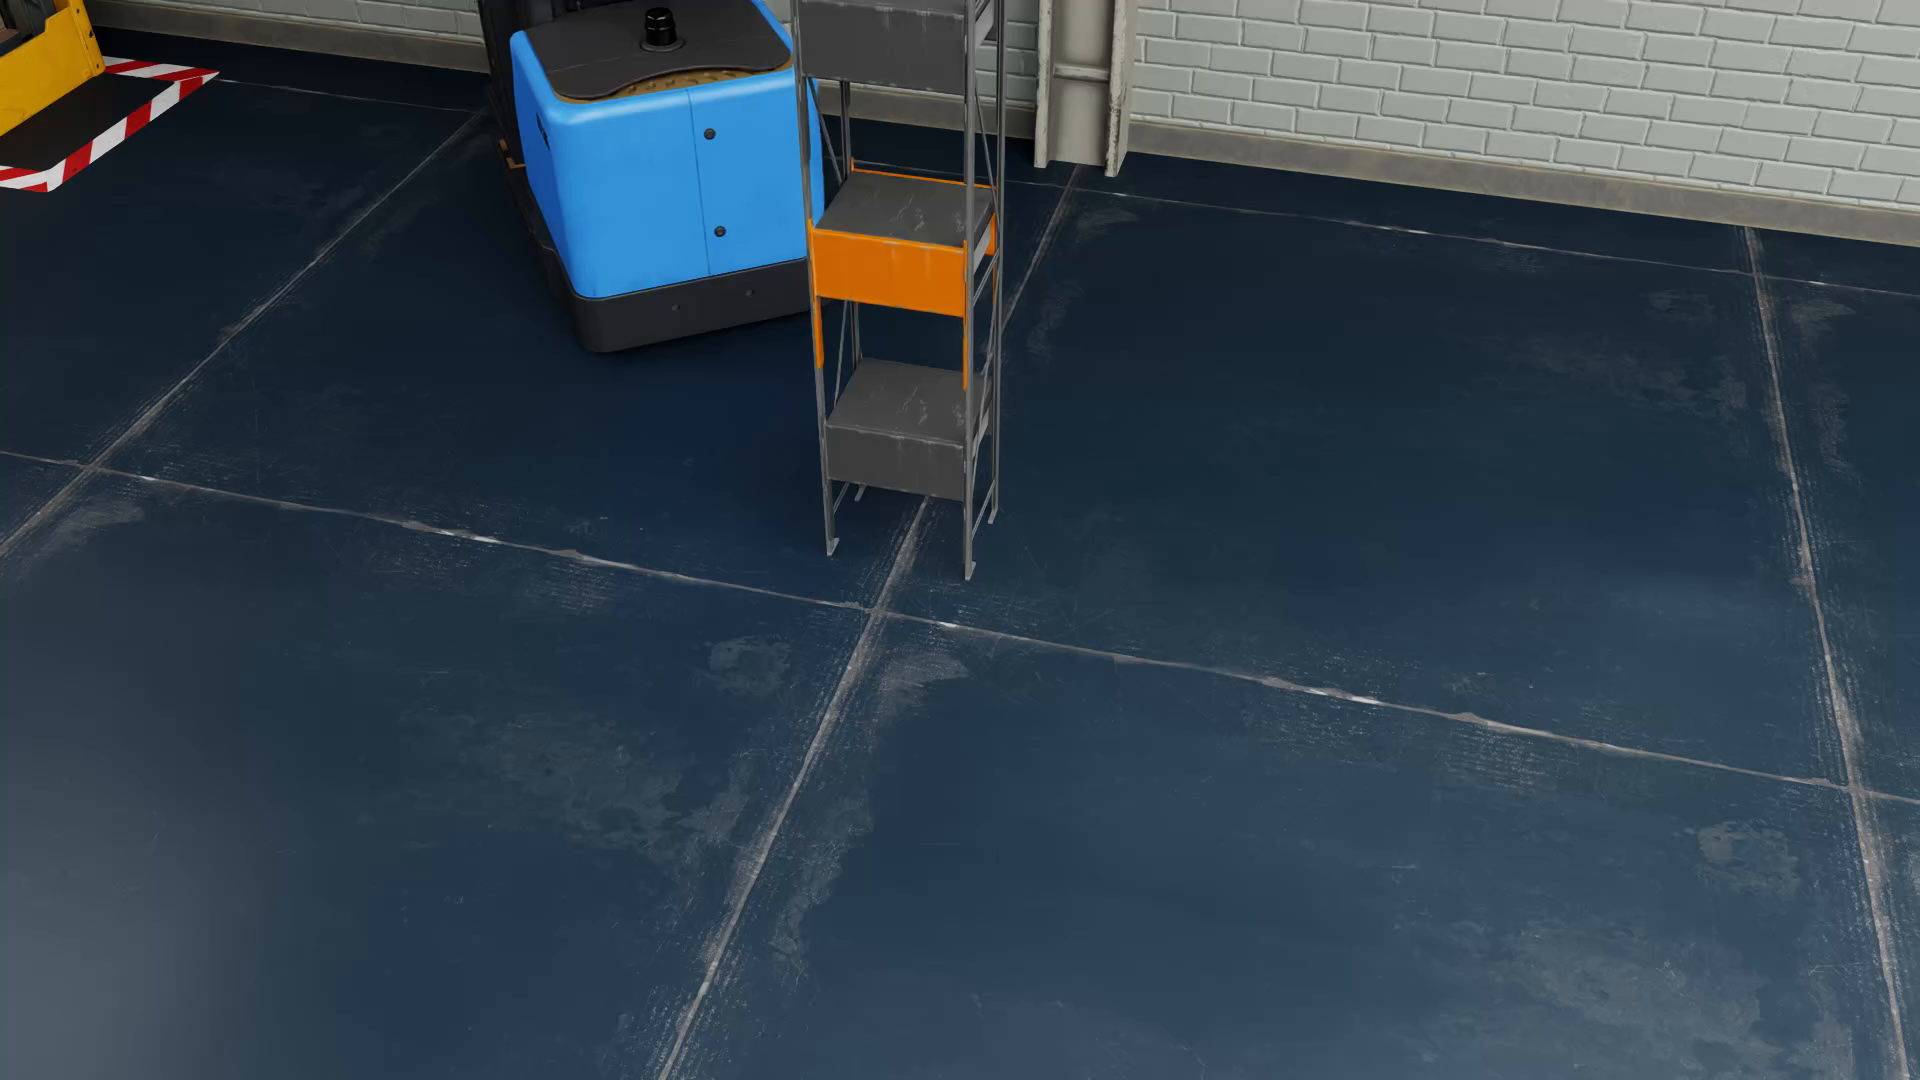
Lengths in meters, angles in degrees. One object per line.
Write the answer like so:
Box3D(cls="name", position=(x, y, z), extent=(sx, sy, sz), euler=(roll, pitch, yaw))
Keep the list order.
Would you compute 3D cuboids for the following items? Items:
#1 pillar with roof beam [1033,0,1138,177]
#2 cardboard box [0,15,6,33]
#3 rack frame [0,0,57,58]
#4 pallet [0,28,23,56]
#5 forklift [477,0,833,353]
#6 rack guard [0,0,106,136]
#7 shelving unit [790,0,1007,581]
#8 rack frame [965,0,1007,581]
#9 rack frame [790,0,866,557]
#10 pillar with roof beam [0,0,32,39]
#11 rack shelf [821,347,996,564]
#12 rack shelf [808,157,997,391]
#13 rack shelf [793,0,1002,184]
Box3D(cls="pillar with roof beam", position=(-0.536, -2.596, 1.844), extent=(0.400, 9.000, 9.100), euler=(10, 41, 11))
Box3D(cls="cardboard box", position=(-5.204, -2.606, 8.332), extent=(0.500, 0.250, 0.500), euler=(10, 41, 12))
Box3D(cls="rack frame", position=(-4.780, -3.295, 7.341), extent=(0.127, 3.000, 1.000), euler=(10, 41, 11))
Box3D(cls="pallet", position=(-5.529, -2.328, 8.358), extent=(1.213, 0.211, 1.003), euler=(10, 41, 11))
Box3D(cls="forklift", position=(-1.535, -2.809, 6.815), extent=(1.130, 2.935, 3.031), euler=(-14, 42, -17))
Box3D(cls="rack guard", position=(-4.757, -2.334, 8.140), extent=(0.348, 0.500, 1.175), euler=(10, 41, 11))
Box3D(cls="shelving unit", position=(-0.160, -0.832, 5.108), extent=(0.503, 2.100, 0.431), euler=(10, 41, 11))
Box3D(cls="rack frame", position=(0.076, -0.791, 5.059), extent=(0.015, 2.100, 0.400), euler=(10, 41, 11))
Box3D(cls="rack frame", position=(-0.396, -0.872, 5.156), extent=(0.015, 2.100, 0.400), euler=(10, 41, 11))
Box3D(cls="pillar with roof beam", position=(-6.332, -3.593, 3.032), extent=(0.400, 9.000, 9.100), euler=(10, 41, 11))
Box3D(cls="rack shelf", position=(-0.160, -0.285, 5.566), extent=(0.480, 0.518, 0.431), euler=(10, 41, 11))
Box3D(cls="rack shelf", position=(-0.160, -0.821, 5.116), extent=(0.480, 0.518, 0.431), euler=(10, 41, 11))
Box3D(cls="rack shelf", position=(-0.160, -1.357, 4.666), extent=(0.480, 0.518, 0.431), euler=(10, 41, 11))
